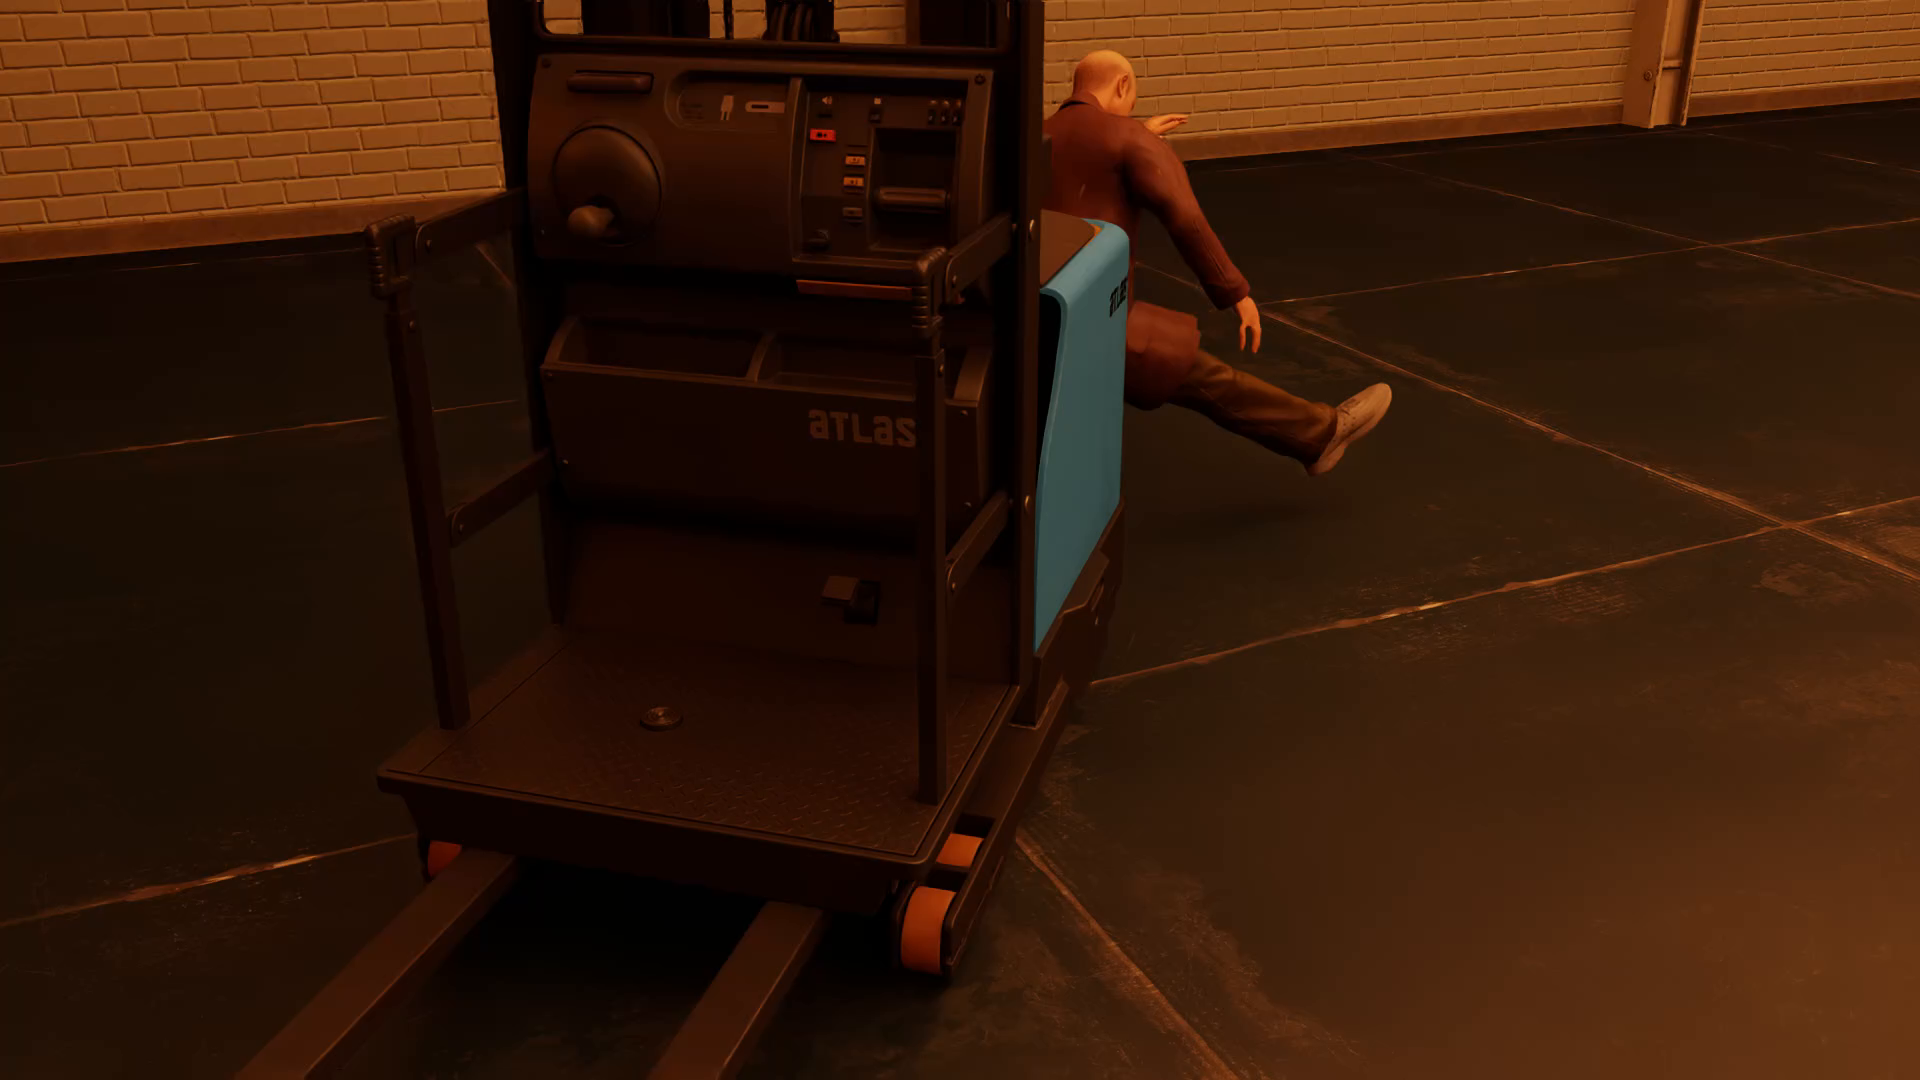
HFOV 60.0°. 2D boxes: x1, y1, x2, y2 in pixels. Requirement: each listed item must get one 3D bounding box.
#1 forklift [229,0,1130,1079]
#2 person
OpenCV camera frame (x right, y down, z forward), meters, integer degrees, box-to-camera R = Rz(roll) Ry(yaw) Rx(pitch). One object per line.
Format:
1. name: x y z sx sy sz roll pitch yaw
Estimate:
1. forklift: -0.451 -0.702 2.975 1.130 2.935 3.031 6 23 15
2. person: 0.571 -0.795 5.207 1.261 1.431 1.059 -15 27 -32
